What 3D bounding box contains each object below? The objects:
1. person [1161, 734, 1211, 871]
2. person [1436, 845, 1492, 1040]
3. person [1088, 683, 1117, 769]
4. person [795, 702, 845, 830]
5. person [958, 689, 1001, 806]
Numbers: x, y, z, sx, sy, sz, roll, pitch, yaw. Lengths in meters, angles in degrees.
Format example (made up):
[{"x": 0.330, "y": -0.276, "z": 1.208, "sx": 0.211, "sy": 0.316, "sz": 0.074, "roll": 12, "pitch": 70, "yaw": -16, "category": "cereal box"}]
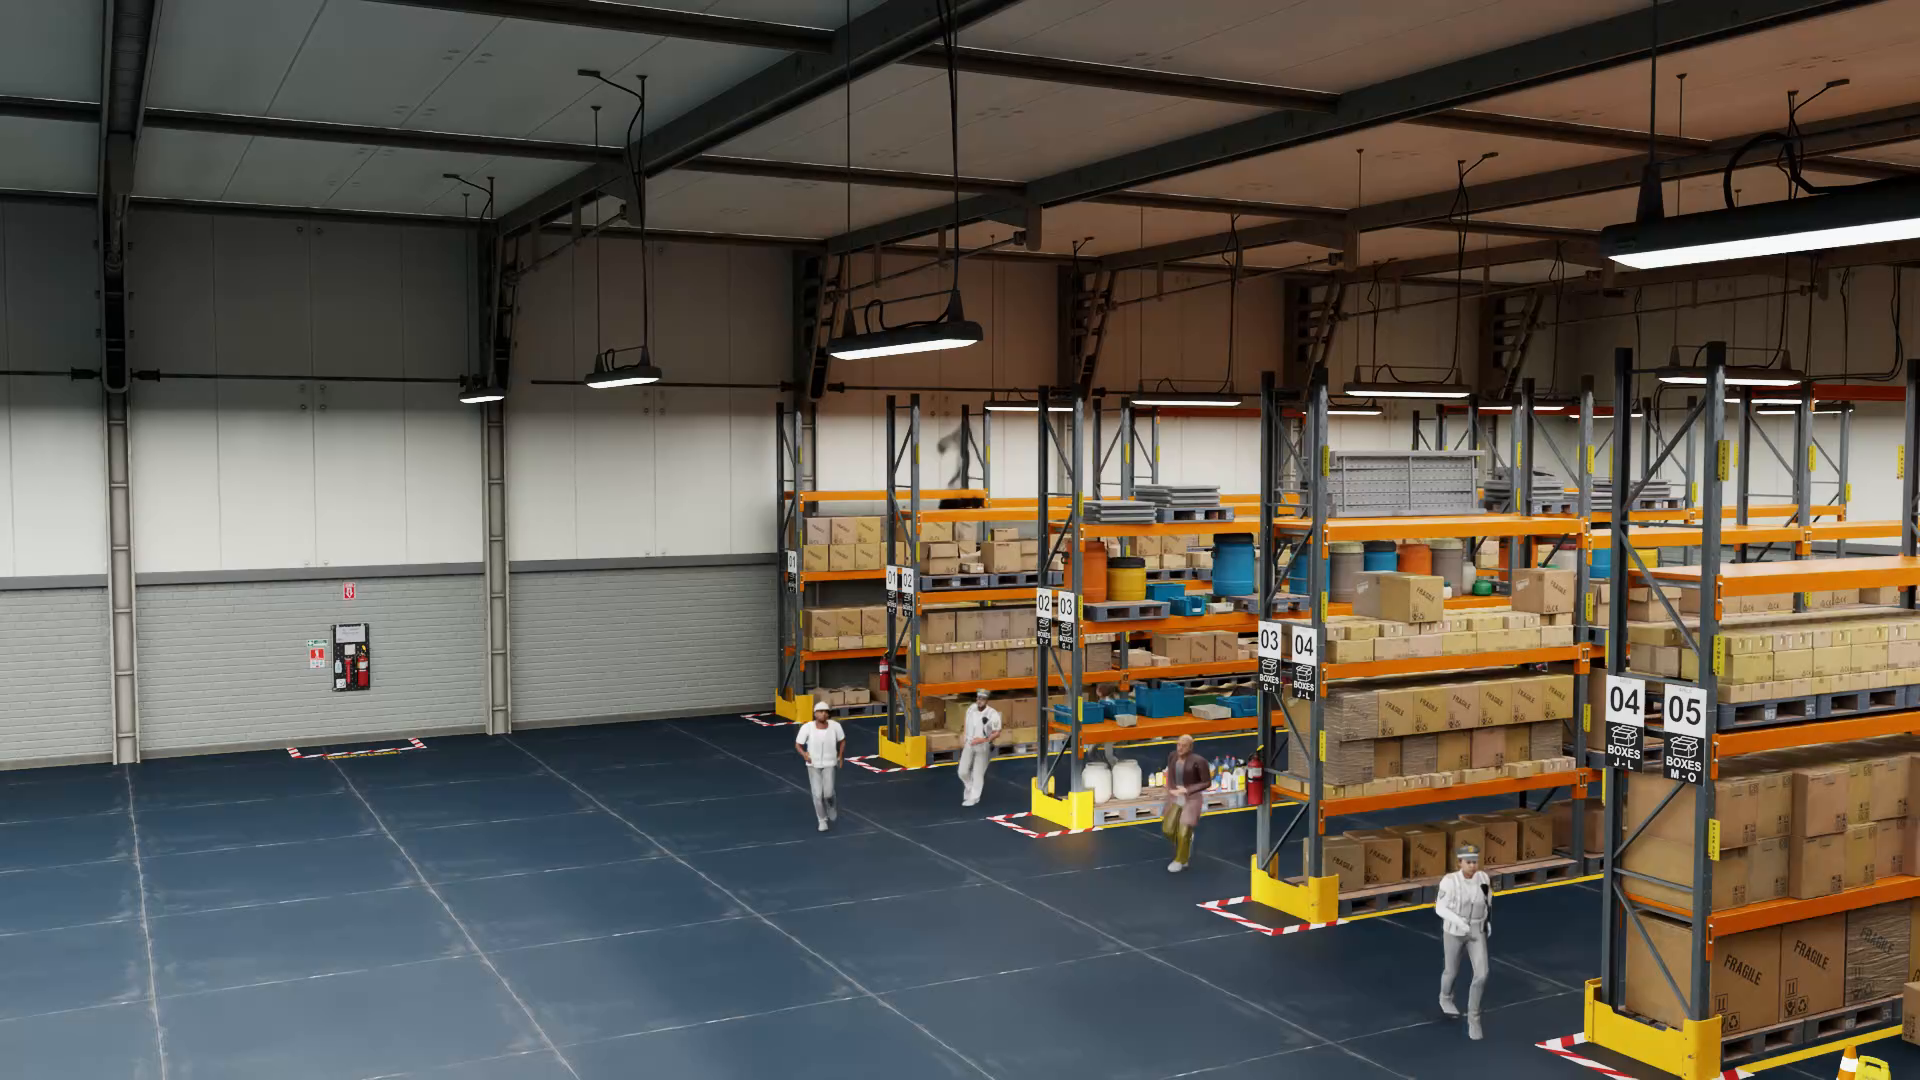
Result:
[{"x": 2.753, "y": 3.181, "z": 20.133, "sx": 0.678, "sy": 1.710, "sz": 0.676, "roll": 2, "pitch": 4, "yaw": 35, "category": "person"}, {"x": 4.461, "y": 3.512, "z": 14.695, "sx": 0.546, "sy": 1.729, "sz": 0.829, "roll": 0, "pitch": 3, "yaw": 3, "category": "person"}, {"x": 2.182, "y": 2.957, "z": 25.099, "sx": 0.673, "sy": 1.615, "sz": 0.507, "roll": -1, "pitch": 4, "yaw": -24, "category": "person"}, {"x": -1.872, "y": 3.036, "z": 22.382, "sx": 0.683, "sy": 1.733, "sz": 0.612, "roll": 0, "pitch": 3, "yaw": -8, "category": "person"}, {"x": 0.282, "y": 2.967, "z": 23.776, "sx": 0.652, "sy": 1.734, "sz": 0.574, "roll": 1, "pitch": 4, "yaw": 23, "category": "person"}]
